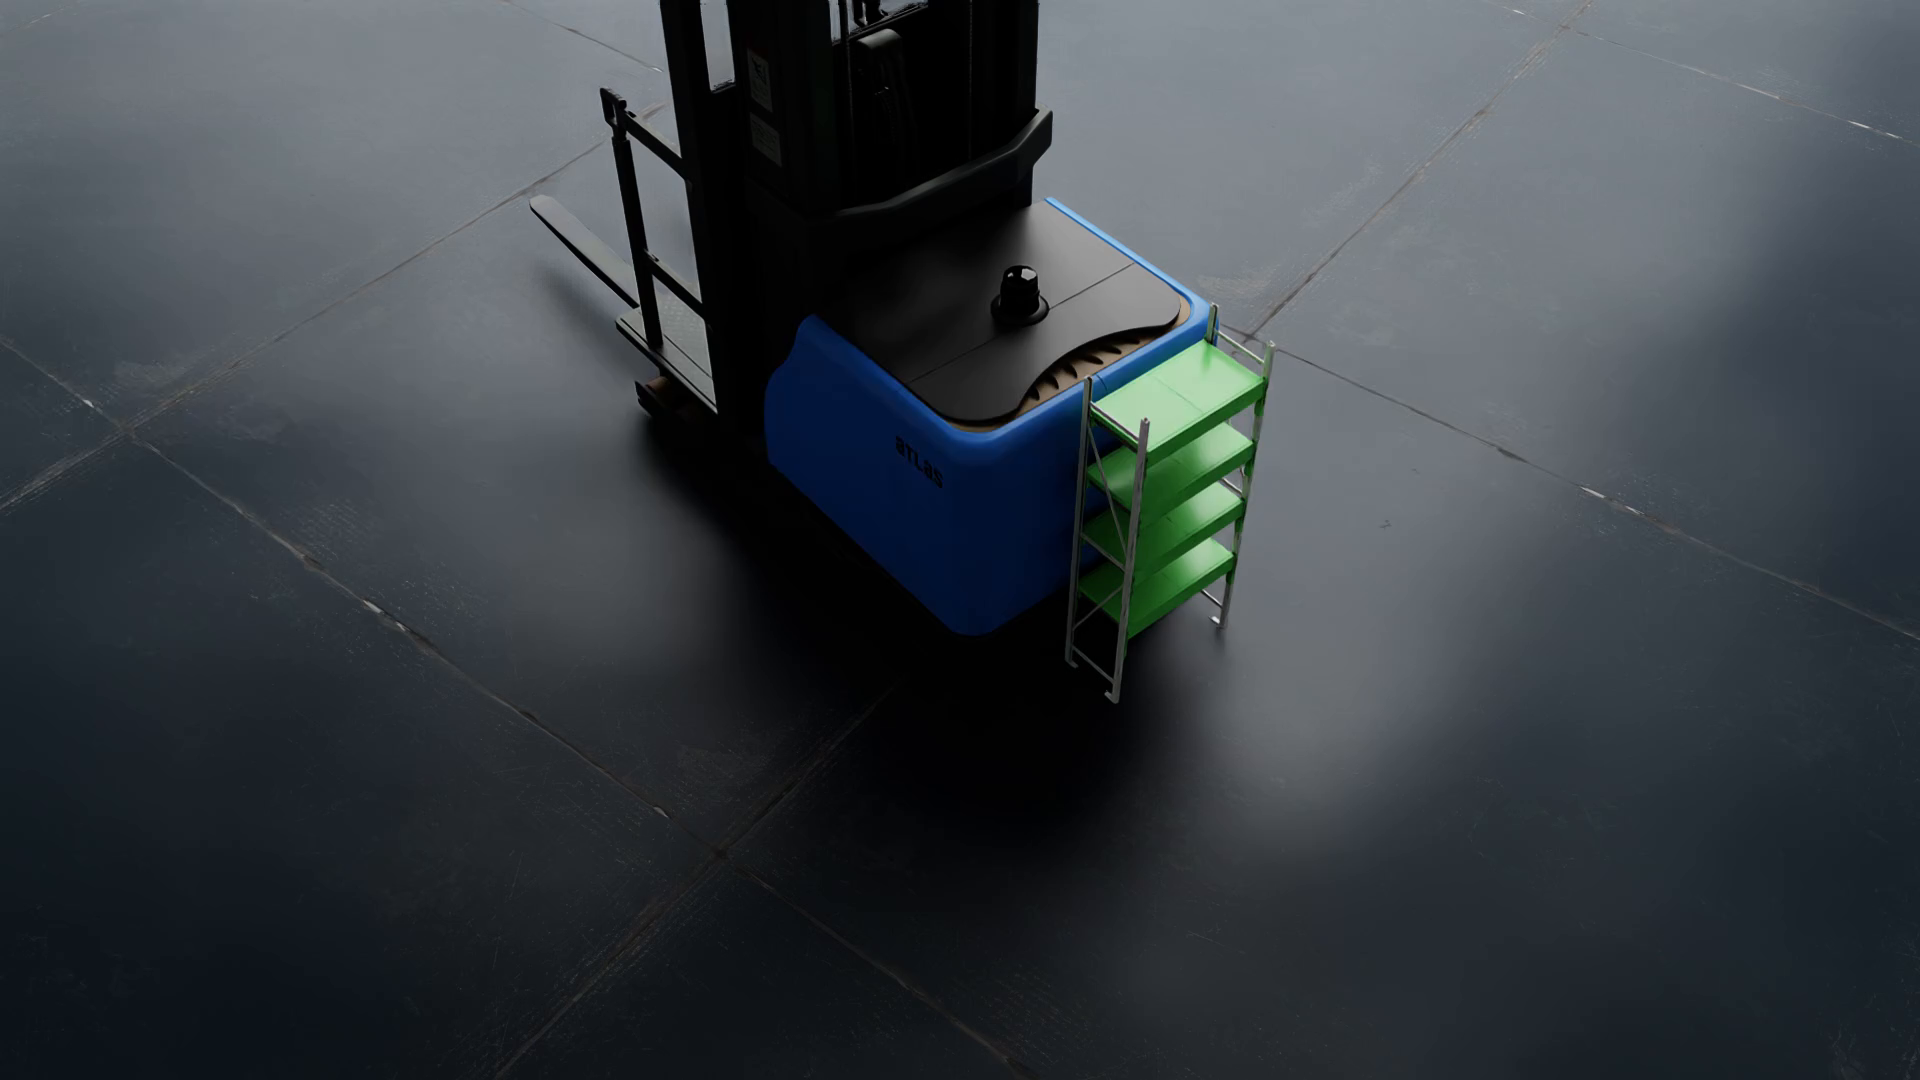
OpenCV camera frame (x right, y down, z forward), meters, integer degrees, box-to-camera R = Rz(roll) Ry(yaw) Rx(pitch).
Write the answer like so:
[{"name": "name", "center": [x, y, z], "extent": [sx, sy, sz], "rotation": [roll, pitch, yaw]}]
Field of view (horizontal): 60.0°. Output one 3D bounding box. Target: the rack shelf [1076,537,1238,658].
[{"name": "rack shelf", "center": [0.607, 0.132, 5.214], "extent": [0.480, 0.148, 0.258], "rotation": [-31, 54, -26]}]

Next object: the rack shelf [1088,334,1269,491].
[{"name": "rack shelf", "center": [0.607, -0.365, 4.693], "extent": [0.480, 0.148, 0.258], "rotation": [-31, 54, -26]}]

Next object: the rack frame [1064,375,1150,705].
[{"name": "rack frame", "center": [0.420, 0.036, 4.886], "extent": [0.015, 1.200, 0.240], "rotation": [-31, 54, -26]}]

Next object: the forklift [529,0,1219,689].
[{"name": "forklift", "center": [-0.536, -1.549, 5.203], "extent": [1.130, 2.935, 3.031], "rotation": [-31, 54, -26]}]

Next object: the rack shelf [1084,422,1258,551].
[{"name": "rack shelf", "center": [0.607, -0.199, 4.867], "extent": [0.480, 0.148, 0.258], "rotation": [-31, 54, -26]}]

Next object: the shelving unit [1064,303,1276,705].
[{"name": "shelving unit", "center": [0.607, -0.077, 4.994], "extent": [0.503, 1.200, 0.258], "rotation": [-31, 54, -26]}]

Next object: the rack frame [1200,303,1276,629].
[{"name": "rack frame", "center": [0.794, -0.191, 5.103], "extent": [0.015, 1.200, 0.240], "rotation": [-31, 54, -26]}]

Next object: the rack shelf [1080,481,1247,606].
[{"name": "rack shelf", "center": [0.607, -0.033, 5.040], "extent": [0.480, 0.148, 0.258], "rotation": [-31, 54, -26]}]
